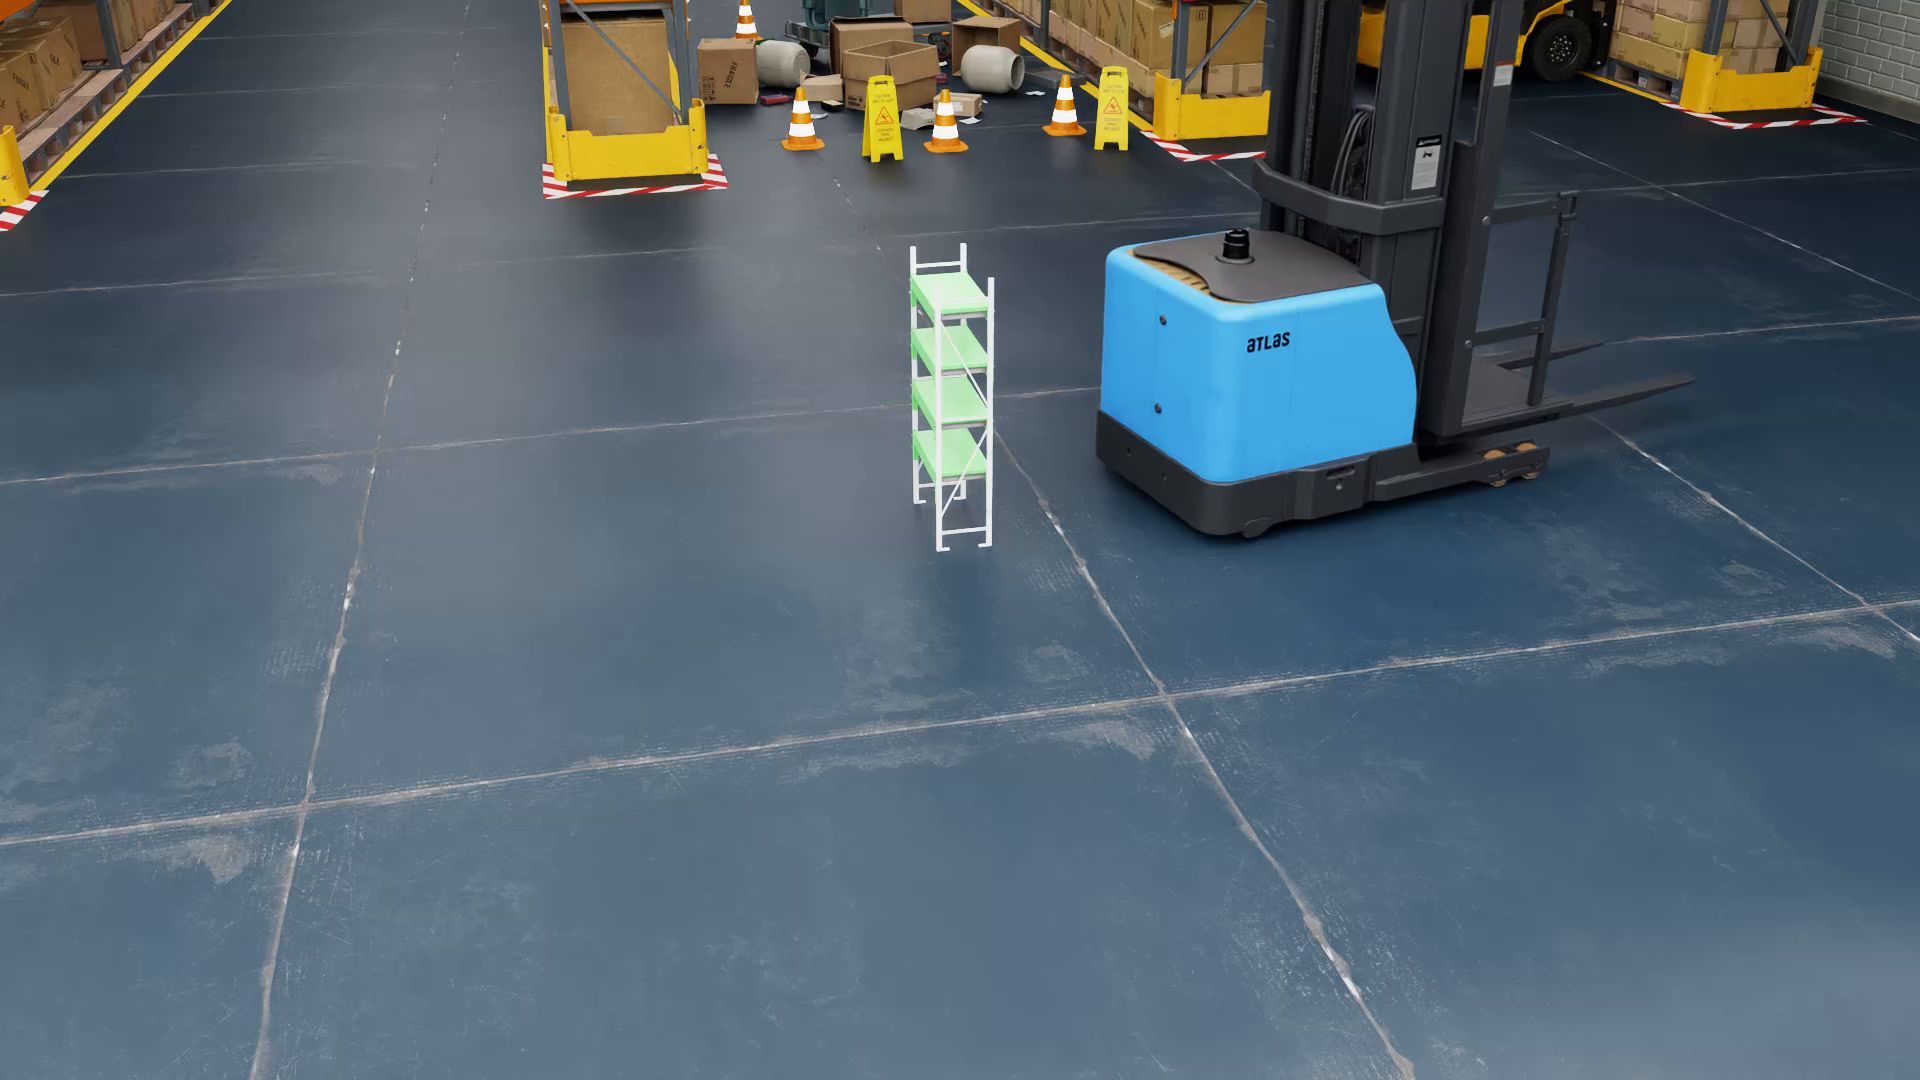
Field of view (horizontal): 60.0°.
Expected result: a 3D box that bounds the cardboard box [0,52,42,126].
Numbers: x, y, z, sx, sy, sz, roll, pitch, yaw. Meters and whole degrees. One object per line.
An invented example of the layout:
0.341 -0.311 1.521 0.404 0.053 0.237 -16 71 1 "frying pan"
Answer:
-7.827 -3.636 13.433 0.500 0.500 0.500 -3 27 -7 "cardboard box"

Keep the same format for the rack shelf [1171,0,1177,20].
1.792 -5.316 15.252 1.077 0.370 4.000 -6 27 -12 "rack shelf"

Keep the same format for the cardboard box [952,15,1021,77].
0.258 -4.792 16.187 0.500 0.500 0.500 13 30 24 "cardboard box"

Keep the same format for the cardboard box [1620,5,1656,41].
6.562 -4.851 15.564 0.500 0.250 0.500 -6 27 -12 "cardboard box"

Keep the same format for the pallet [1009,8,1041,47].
1.165 -5.612 18.135 1.003 0.211 1.213 -6 27 -12 "pallet"

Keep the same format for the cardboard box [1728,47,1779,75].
7.158 -4.461 15.344 0.500 0.250 0.500 -6 27 -11 "cardboard box"

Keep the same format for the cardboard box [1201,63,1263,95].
2.331 -4.102 14.633 0.500 0.250 0.500 -6 27 -12 "cardboard box"

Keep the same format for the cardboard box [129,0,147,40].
-8.646 -5.318 16.744 0.700 0.500 0.500 -8 28 -16 "cardboard box"

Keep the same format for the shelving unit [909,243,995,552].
-0.037 -0.608 7.124 0.258 1.200 0.503 -6 27 -12 "shelving unit"

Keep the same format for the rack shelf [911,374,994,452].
-0.037 -0.551 7.152 0.258 0.148 0.480 -6 27 -12 "rack shelf"

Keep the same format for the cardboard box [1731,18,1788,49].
7.175 -4.676 15.215 0.500 0.250 0.500 -5 27 -11 "cardboard box"

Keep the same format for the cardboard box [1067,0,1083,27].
1.344 -5.290 16.155 0.500 0.500 0.500 -5 27 -10 "cardboard box"

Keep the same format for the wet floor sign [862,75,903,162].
-0.621 -3.350 13.170 0.267 0.644 0.232 -11 29 -20 "wet floor sign"

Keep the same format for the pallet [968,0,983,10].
0.615 -6.683 20.257 1.003 0.211 1.213 -6 27 -12 "pallet"

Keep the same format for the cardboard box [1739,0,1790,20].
7.154 -4.902 15.108 0.500 0.250 0.500 -6 27 -12 "cardboard box"

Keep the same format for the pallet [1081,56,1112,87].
1.806 -4.443 15.818 1.003 0.211 1.213 -6 27 -12 "pallet"

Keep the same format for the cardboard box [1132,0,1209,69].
1.809 -4.379 14.351 0.500 0.500 0.500 -6 27 -11 "cardboard box"

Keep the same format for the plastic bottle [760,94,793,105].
-1.666 -4.011 15.128 0.283 0.061 0.133 -16 31 -29 "plastic bottle"

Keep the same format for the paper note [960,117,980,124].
0.091 -3.647 14.441 0.148 0.019 0.142 -16 31 -29 "paper note"

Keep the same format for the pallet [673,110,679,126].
-2.813 -3.311 13.575 1.003 0.211 1.213 -6 27 -12 "pallet"

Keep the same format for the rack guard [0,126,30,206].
-7.429 -2.671 11.986 1.175 0.500 0.348 -6 27 -12 "rack guard"

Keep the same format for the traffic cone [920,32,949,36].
-0.302 -5.785 18.198 0.336 0.463 0.334 -6 27 -12 "traffic cone"

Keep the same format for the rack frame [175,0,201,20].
-9.215 -7.265 18.315 1.000 3.000 0.127 -6 27 -12 "rack frame"

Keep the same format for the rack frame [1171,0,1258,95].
2.243 -4.759 13.351 1.000 3.000 0.127 -6 27 -12 "rack frame"

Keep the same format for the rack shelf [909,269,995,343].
-0.037 -0.980 6.936 0.258 0.148 0.480 -6 27 -12 "rack shelf"

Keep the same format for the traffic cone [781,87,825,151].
-1.293 -3.457 13.586 0.336 0.463 0.334 -6 27 -12 "traffic cone"

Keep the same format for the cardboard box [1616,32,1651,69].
6.562 -4.619 15.657 0.500 0.250 0.500 -6 27 -12 "cardboard box"

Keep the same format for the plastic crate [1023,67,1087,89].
0.897 -4.440 15.957 0.402 0.080 0.583 -16 31 -29 "plastic crate"

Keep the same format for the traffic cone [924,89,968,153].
-0.115 -3.423 13.518 0.336 0.463 0.334 -6 27 -12 "traffic cone"

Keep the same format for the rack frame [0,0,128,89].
-8.313 -5.509 14.836 1.000 3.000 0.127 -6 27 -12 "rack frame"

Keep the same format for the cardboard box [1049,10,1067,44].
1.212 -5.189 16.787 0.500 0.250 0.500 -7 28 -14 "cardboard box"

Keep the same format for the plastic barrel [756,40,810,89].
-1.708 -4.476 15.648 0.512 0.421 0.421 13 30 24 "plastic barrel"

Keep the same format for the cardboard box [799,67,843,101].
-1.276 -4.180 15.237 0.396 0.266 0.258 -1 27 -3 "cardboard box"

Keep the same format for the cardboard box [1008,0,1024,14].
1.056 -6.075 18.407 0.950 0.372 0.625 -4 27 -8 "cardboard box"

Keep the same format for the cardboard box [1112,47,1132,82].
1.690 -4.275 14.977 0.500 0.250 0.500 -6 27 -11 "cardboard box"

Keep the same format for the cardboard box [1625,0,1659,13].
6.550 -5.065 15.433 0.500 0.250 0.500 -5 27 -11 "cardboard box"

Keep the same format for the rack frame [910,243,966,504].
-0.092 -0.715 7.336 0.240 1.200 0.015 -6 27 -12 "rack frame"

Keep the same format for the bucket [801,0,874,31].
-1.181 -5.360 16.486 0.726 0.611 0.620 3 17 6 "bucket"

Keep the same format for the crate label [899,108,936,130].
-0.353 -3.616 14.262 0.250 0.136 0.298 -23 35 -38 "crate label"

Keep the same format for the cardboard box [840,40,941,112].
-0.619 -4.159 14.931 0.637 0.503 0.797 19 32 32 "cardboard box"

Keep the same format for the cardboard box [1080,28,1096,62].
1.465 -4.723 15.864 0.500 0.250 0.500 -6 27 -12 "cardboard box"

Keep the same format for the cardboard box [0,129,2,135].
-7.536 -3.101 12.372 0.500 0.500 0.500 -1 27 -2 "cardboard box"

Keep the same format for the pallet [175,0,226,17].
-9.319 -6.374 19.644 1.003 0.211 1.213 -6 27 -12 "pallet"

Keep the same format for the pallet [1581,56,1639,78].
6.594 -4.886 16.696 1.003 0.211 1.213 -6 27 -12 "pallet"

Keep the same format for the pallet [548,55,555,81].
-3.363 -4.382 15.697 1.003 0.211 1.213 -6 27 -12 "pallet"

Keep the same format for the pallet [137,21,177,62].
-8.769 -5.143 17.204 1.003 0.211 1.213 -6 27 -12 "pallet"

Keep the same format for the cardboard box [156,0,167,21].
-8.907 -5.811 17.720 0.700 0.500 0.500 -8 28 -16 "cardboard box"

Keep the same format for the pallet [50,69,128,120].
-8.128 -3.973 14.887 1.003 0.211 1.213 -6 27 -12 "pallet"

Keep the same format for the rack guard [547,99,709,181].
-2.551 -3.086 12.809 1.175 0.500 0.348 -6 27 -12 "rack guard"

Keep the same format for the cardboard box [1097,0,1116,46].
1.581 -4.830 15.244 0.500 0.500 0.500 -7 28 -13 "cardboard box"

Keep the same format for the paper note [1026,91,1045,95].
0.707 -4.157 15.453 0.142 0.019 0.148 -16 31 -29 "paper note"

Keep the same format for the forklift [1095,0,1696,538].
2.198 -1.758 7.480 3.031 2.935 1.130 -12 29 -23 "forklift"

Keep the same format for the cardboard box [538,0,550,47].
-3.686 -5.415 16.680 1.050 0.750 0.750 -6 27 -12 "cardboard box"

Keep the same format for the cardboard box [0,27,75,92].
-8.126 -4.150 14.452 0.500 0.500 0.500 2 27 5 "cardboard box"

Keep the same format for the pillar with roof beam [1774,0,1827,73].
3.605 -7.903 12.921 9.100 9.000 0.400 -6 27 -12 "pillar with roof beam"

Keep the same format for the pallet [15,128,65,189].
-7.578 -2.902 12.765 1.003 0.211 1.213 -6 27 -12 "pallet"

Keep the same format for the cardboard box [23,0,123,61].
-8.431 -4.861 15.838 0.700 0.500 0.500 -8 28 -16 "cardboard box"
